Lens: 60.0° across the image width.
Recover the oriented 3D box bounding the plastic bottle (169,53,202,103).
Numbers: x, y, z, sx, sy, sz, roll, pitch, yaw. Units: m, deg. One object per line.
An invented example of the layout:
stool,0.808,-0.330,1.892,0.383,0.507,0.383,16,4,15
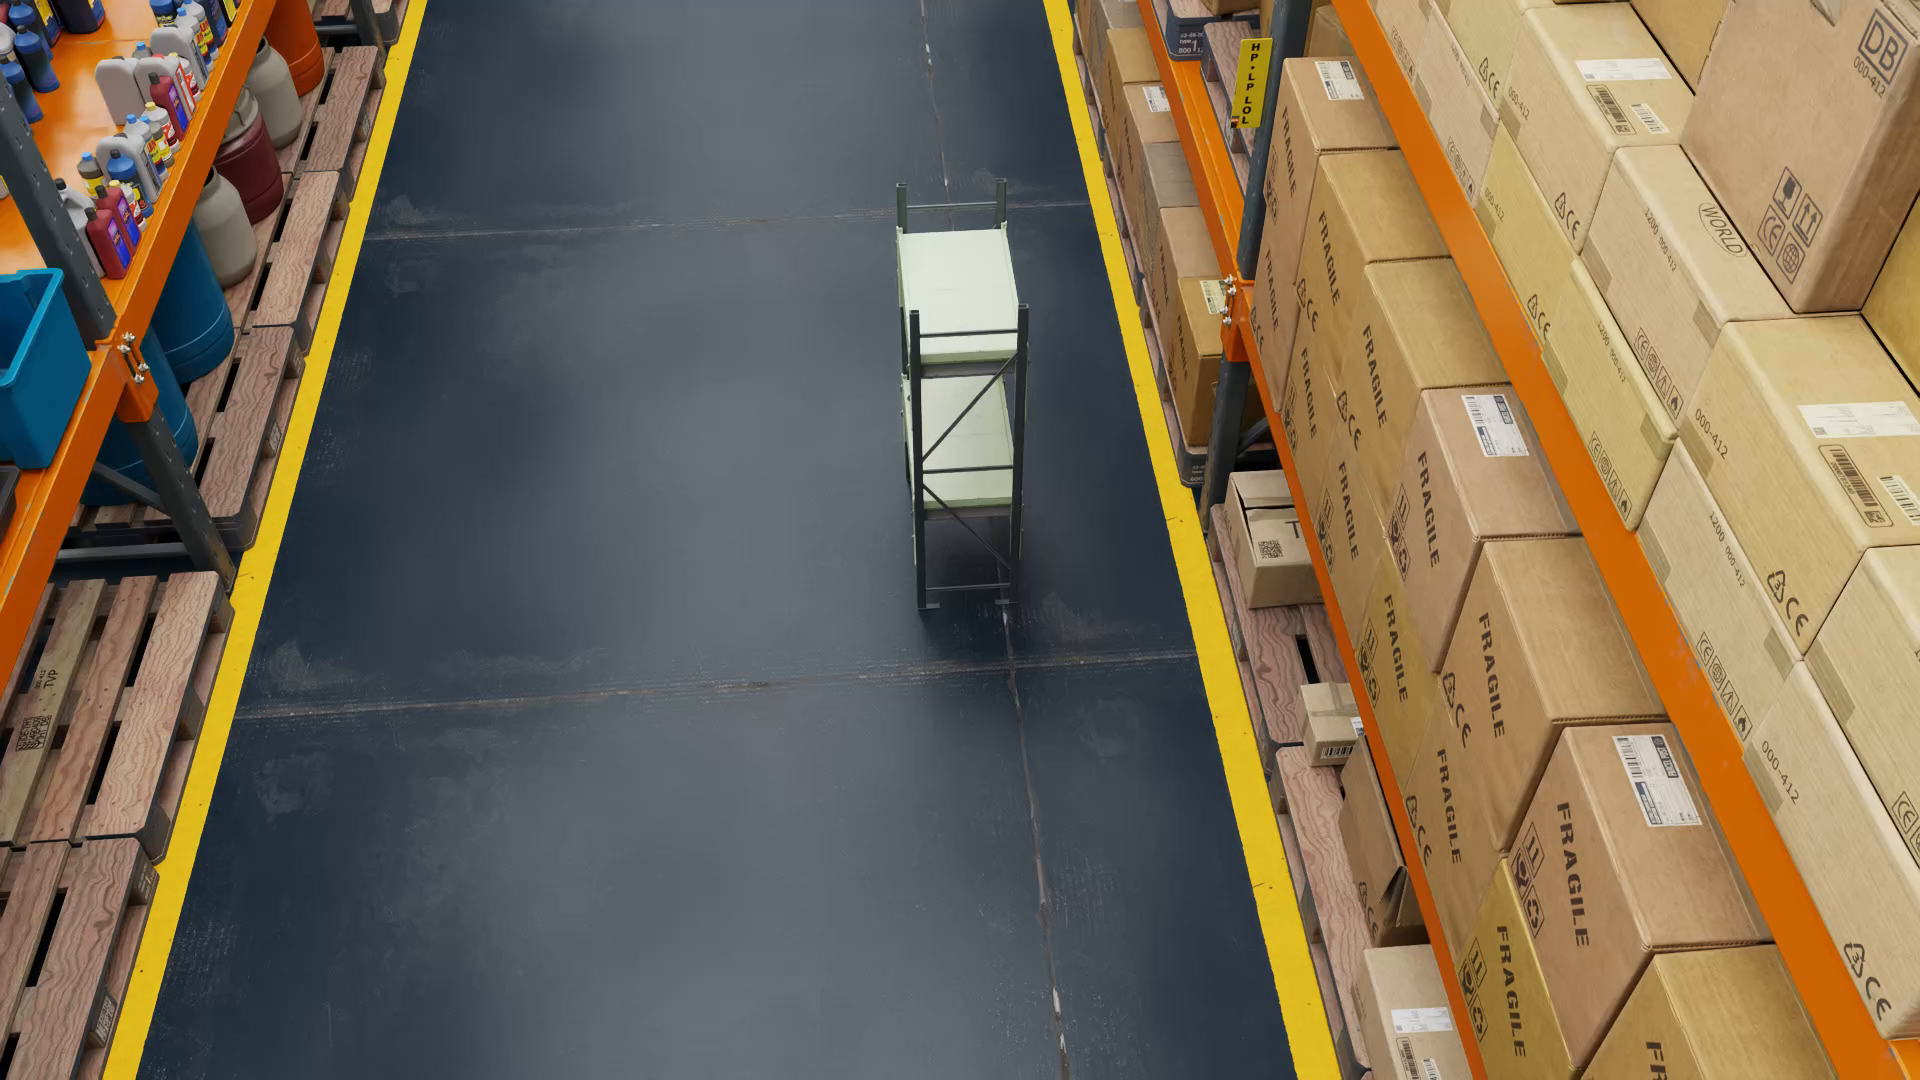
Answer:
plastic bottle,-3.152,-1.874,6.732,0.097,0.201,0.097,0,47,0

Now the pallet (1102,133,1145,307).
pallet,1.292,-1.639,8.294,1.003,0.211,1.213,-3,47,-3

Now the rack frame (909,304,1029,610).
rack frame,0.030,-0.256,6.096,0.400,1.500,0.023,-3,47,-3

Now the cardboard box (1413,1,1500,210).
cardboard box,1.375,-1.016,3.820,0.500,0.250,0.500,-3,47,-3

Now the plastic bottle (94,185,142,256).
plastic bottle,-3.050,-1.176,6.015,0.061,0.283,0.133,-3,47,-3

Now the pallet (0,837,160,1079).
pallet,-3.228,1.544,5.278,1.003,0.211,1.213,-3,47,-3

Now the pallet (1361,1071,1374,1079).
pallet,1.764,2.094,4.758,1.003,0.211,1.213,-3,47,-3

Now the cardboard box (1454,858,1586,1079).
cardboard box,1.482,1.050,3.757,0.500,0.500,0.500,-3,47,-3

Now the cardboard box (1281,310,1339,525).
cardboard box,1.320,-0.406,5.136,0.500,0.500,0.500,-3,47,-3

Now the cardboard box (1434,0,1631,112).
cardboard box,1.370,-1.188,3.639,0.500,0.250,0.500,-3,47,-3

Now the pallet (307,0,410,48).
pallet,-3.794,-3.327,9.892,1.003,0.211,1.213,-3,47,-3

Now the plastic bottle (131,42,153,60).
plastic bottle,-3.312,-1.935,6.790,0.097,0.201,0.097,0,47,0

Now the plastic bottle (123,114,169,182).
plastic bottle,-3.105,-1.493,6.323,0.097,0.271,0.097,0,47,0

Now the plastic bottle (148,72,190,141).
plastic bottle,-3.113,-1.722,6.532,0.061,0.283,0.133,-3,47,-3

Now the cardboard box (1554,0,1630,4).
cardboard box,1.530,-1.456,3.376,0.700,0.500,0.500,-3,47,-3

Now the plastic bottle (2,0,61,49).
plastic bottle,-3.928,-2.254,6.989,0.144,0.351,0.185,-3,47,-3

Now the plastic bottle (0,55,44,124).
plastic bottle,-3.750,-1.798,6.612,0.097,0.271,0.097,0,47,0

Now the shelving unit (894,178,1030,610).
shelving unit,-0.001,-0.521,6.347,0.431,1.500,0.755,-3,47,-3

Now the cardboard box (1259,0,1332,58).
cardboard box,1.566,-2.156,6.504,0.700,0.500,0.500,3,47,3

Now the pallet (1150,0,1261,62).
pallet,1.336,-2.548,7.366,1.003,0.211,1.213,-3,47,-3

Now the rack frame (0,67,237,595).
rack frame,-3.433,-0.829,5.605,1.000,3.000,0.127,-3,47,-3

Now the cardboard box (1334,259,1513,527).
cardboard box,1.348,-0.402,4.444,0.500,0.500,0.500,-5,47,-4

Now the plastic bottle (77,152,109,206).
plastic bottle,-3.246,-1.362,6.248,0.097,0.201,0.097,0,47,0

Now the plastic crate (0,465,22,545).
plastic crate,-3.072,0.039,4.932,0.437,0.125,0.590,-3,47,-3

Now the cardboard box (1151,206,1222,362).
cardboard box,1.143,-1.117,7.297,0.500,0.500,0.500,-3,47,-3

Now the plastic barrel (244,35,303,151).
plastic barrel,-3.574,-2.256,8.381,0.421,0.512,0.421,0,47,0

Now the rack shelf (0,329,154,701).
rack shelf,-3.266,0.866,4.496,1.077,0.370,4.000,-3,47,-3

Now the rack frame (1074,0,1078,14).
rack frame,1.168,-4.021,8.629,1.000,3.000,0.127,-3,47,-3

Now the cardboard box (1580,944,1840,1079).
cardboard box,1.527,1.083,3.037,0.500,0.500,0.500,-4,47,-4

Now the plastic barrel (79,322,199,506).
plastic barrel,-3.462,-0.646,6.589,0.600,0.901,0.708,-3,47,-3

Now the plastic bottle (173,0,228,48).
plastic bottle,-3.215,-2.264,6.999,0.144,0.351,0.185,-3,47,-3

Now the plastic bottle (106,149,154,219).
plastic bottle,-3.086,-1.325,6.164,0.097,0.271,0.097,0,47,0

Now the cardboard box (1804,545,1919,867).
cardboard box,1.541,0.259,2.268,0.500,0.250,0.500,-3,47,-3

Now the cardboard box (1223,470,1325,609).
cardboard box,1.323,-0.037,6.404,0.500,0.311,0.500,-3,47,-3

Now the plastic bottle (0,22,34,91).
plastic bottle,-3.892,-1.946,6.749,0.152,0.276,0.135,-3,47,-3

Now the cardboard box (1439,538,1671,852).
cardboard box,1.435,0.343,3.738,0.500,0.500,0.500,-2,47,-2

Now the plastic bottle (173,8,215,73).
plastic bottle,-3.172,-2.066,6.866,0.097,0.271,0.097,0,47,0

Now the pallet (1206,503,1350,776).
pallet,1.560,0.329,6.430,1.003,0.211,1.213,-3,47,-3

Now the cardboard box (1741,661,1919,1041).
cardboard box,1.532,0.431,2.449,0.500,0.250,0.500,-3,47,-3

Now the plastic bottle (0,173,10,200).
plastic bottle,-3.693,-1.466,6.243,0.144,0.351,0.185,-3,47,-3

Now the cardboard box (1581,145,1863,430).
cardboard box,1.461,-0.465,2.954,0.500,0.250,0.500,-3,47,-3

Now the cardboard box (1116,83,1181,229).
cardboard box,1.057,-1.847,7.989,0.500,0.500,0.500,-5,47,-5

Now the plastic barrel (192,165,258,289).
plastic barrel,-3.479,-1.439,7.607,0.421,0.512,0.421,0,47,0

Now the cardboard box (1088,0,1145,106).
cardboard box,0.971,-2.588,8.690,0.500,0.500,0.500,-5,47,-5

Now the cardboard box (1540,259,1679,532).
cardboard box,1.446,-0.292,3.134,0.500,0.250,0.500,-3,47,-3

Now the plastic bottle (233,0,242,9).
plastic bottle,-3.242,-2.495,7.217,0.144,0.351,0.185,-3,47,-3

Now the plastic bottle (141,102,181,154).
plastic bottle,-3.122,-1.610,6.482,0.097,0.201,0.097,0,47,0

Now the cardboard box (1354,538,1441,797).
cardboard box,1.404,0.324,4.445,0.500,0.500,0.500,-4,47,-4

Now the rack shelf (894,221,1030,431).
rack shelf,-0.001,-0.789,6.063,0.431,0.370,0.720,-3,47,-3

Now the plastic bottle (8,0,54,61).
plastic bottle,-3.879,-2.127,6.923,0.097,0.271,0.097,0,47,0

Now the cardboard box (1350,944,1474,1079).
cardboard box,1.497,1.494,4.997,0.500,0.250,0.500,-3,47,-3

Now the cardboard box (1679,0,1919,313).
cardboard box,1.673,-0.736,2.694,0.700,0.500,0.500,-3,47,-3

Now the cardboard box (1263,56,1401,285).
cardboard box,1.262,-1.147,5.150,0.500,0.500,0.500,-2,47,-2

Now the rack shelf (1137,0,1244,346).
rack shelf,1.336,-2.327,7.520,1.077,0.370,4.000,-3,47,-3

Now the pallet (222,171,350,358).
pallet,-3.562,-1.315,7.987,1.003,0.211,1.213,-3,47,-3
